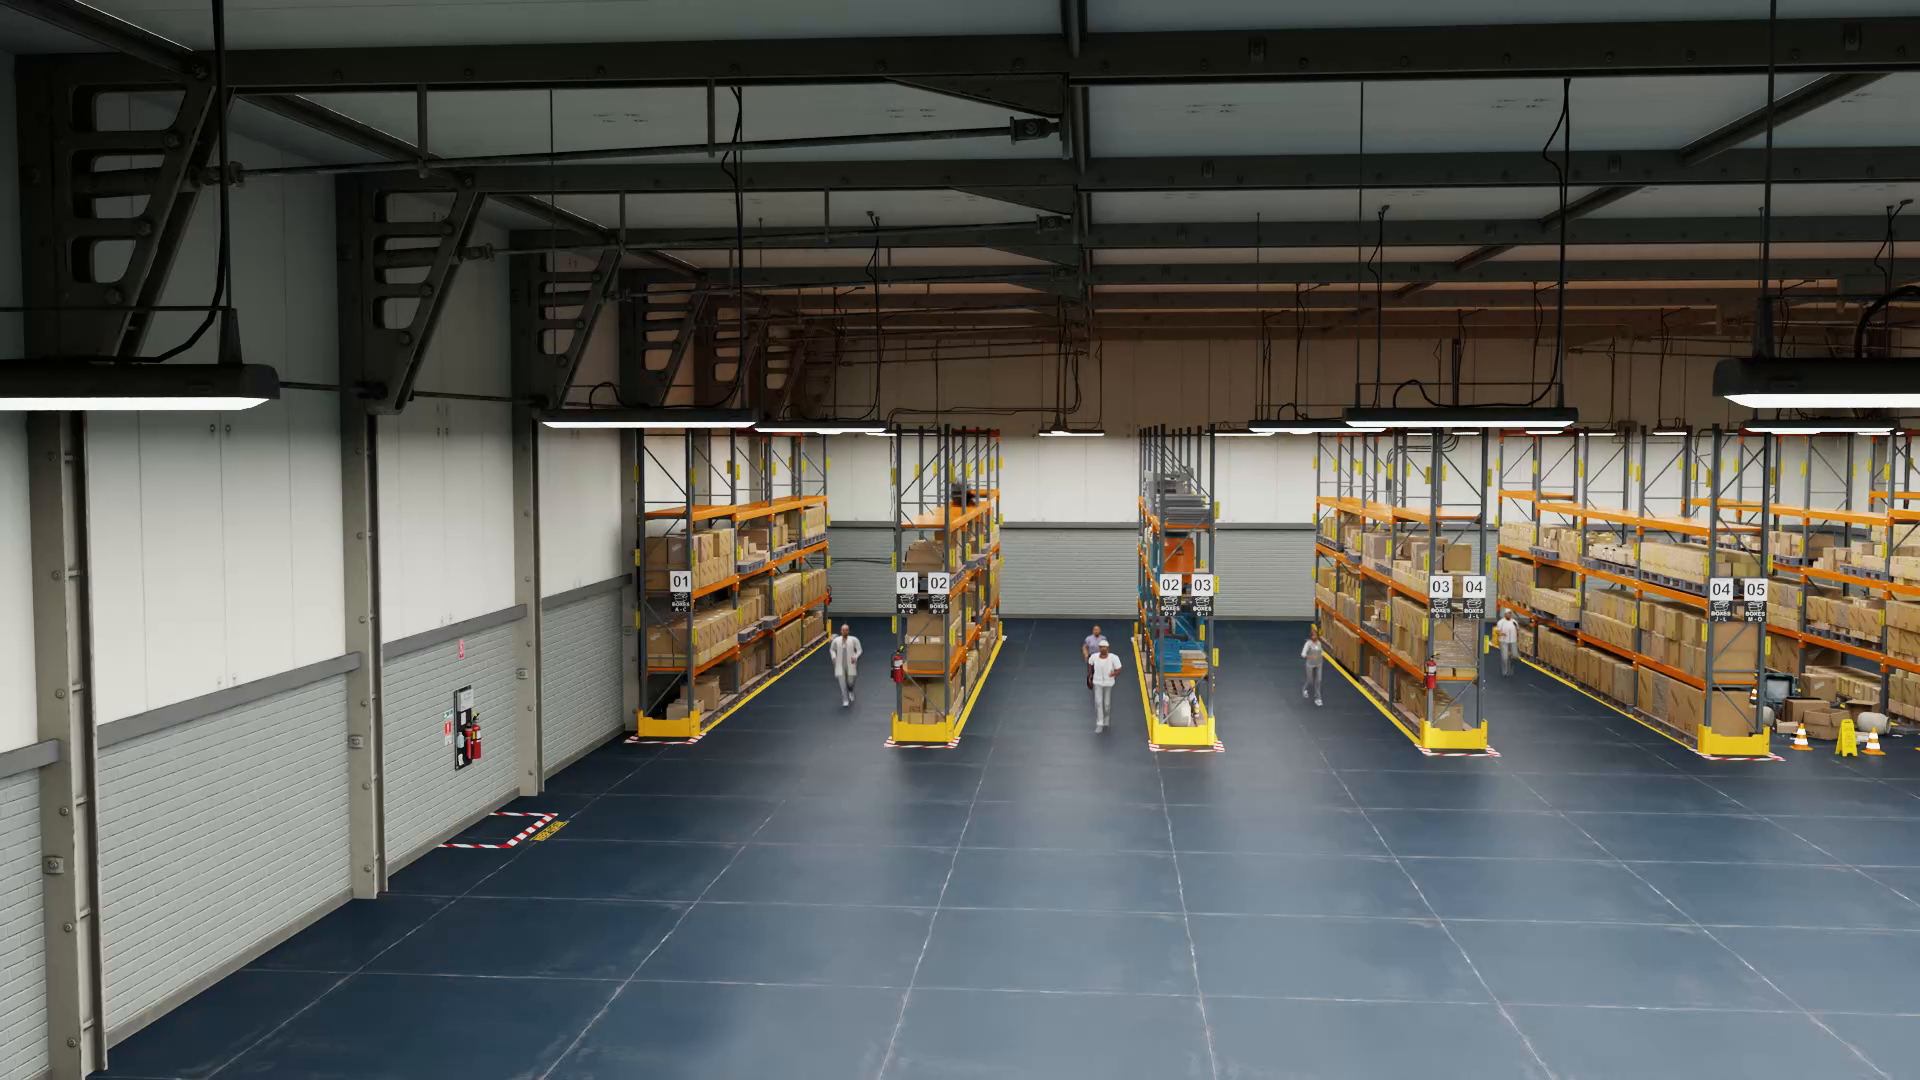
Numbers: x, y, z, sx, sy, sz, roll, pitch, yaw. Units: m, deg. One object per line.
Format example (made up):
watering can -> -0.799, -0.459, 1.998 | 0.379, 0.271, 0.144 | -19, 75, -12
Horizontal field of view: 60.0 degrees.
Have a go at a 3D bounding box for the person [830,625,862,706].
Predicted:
person -> -2.456, 2.683, 35.655 | 0.696, 1.731, 0.639 | 0, 3, 2

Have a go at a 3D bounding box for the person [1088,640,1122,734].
person -> 2.837, 2.854, 32.616 | 0.685, 1.807, 0.848 | 0, 3, 6

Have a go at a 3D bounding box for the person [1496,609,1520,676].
person -> 13.201, 2.468, 39.983 | 0.592, 1.627, 0.559 | 0, 3, 6

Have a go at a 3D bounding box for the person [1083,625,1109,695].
person -> 3.032, 2.679, 37.067 | 0.593, 1.600, 0.586 | 0, 3, -3

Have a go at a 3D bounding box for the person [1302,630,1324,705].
person -> 7.620, 2.727, 35.818 | 0.541, 1.574, 0.867 | -1, 4, -9
